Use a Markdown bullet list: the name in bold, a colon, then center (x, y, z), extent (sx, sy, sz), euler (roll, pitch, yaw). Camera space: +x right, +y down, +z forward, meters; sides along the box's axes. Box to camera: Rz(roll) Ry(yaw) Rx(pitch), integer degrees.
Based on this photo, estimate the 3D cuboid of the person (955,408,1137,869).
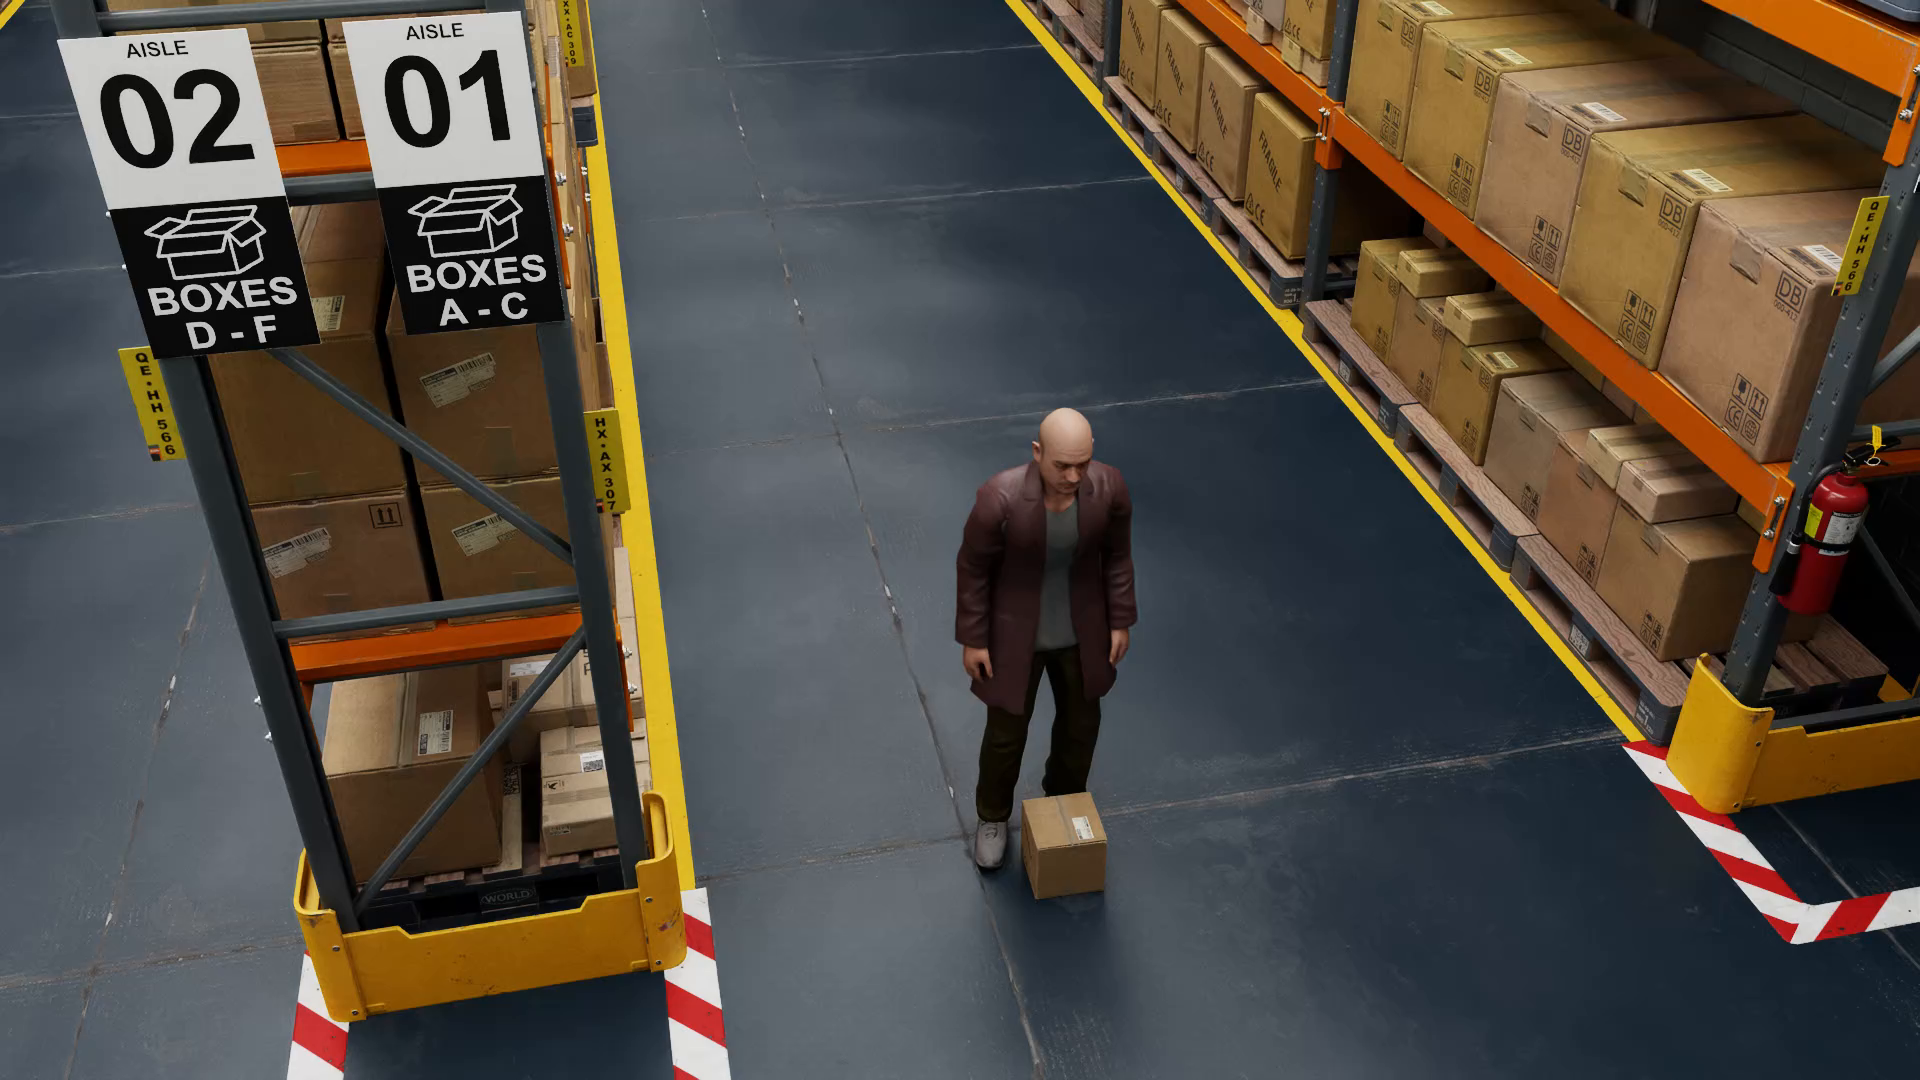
- **person**: center (0.296, 0.320, 5.681), extent (0.640, 1.773, 0.427), euler (-7, 35, -11)
